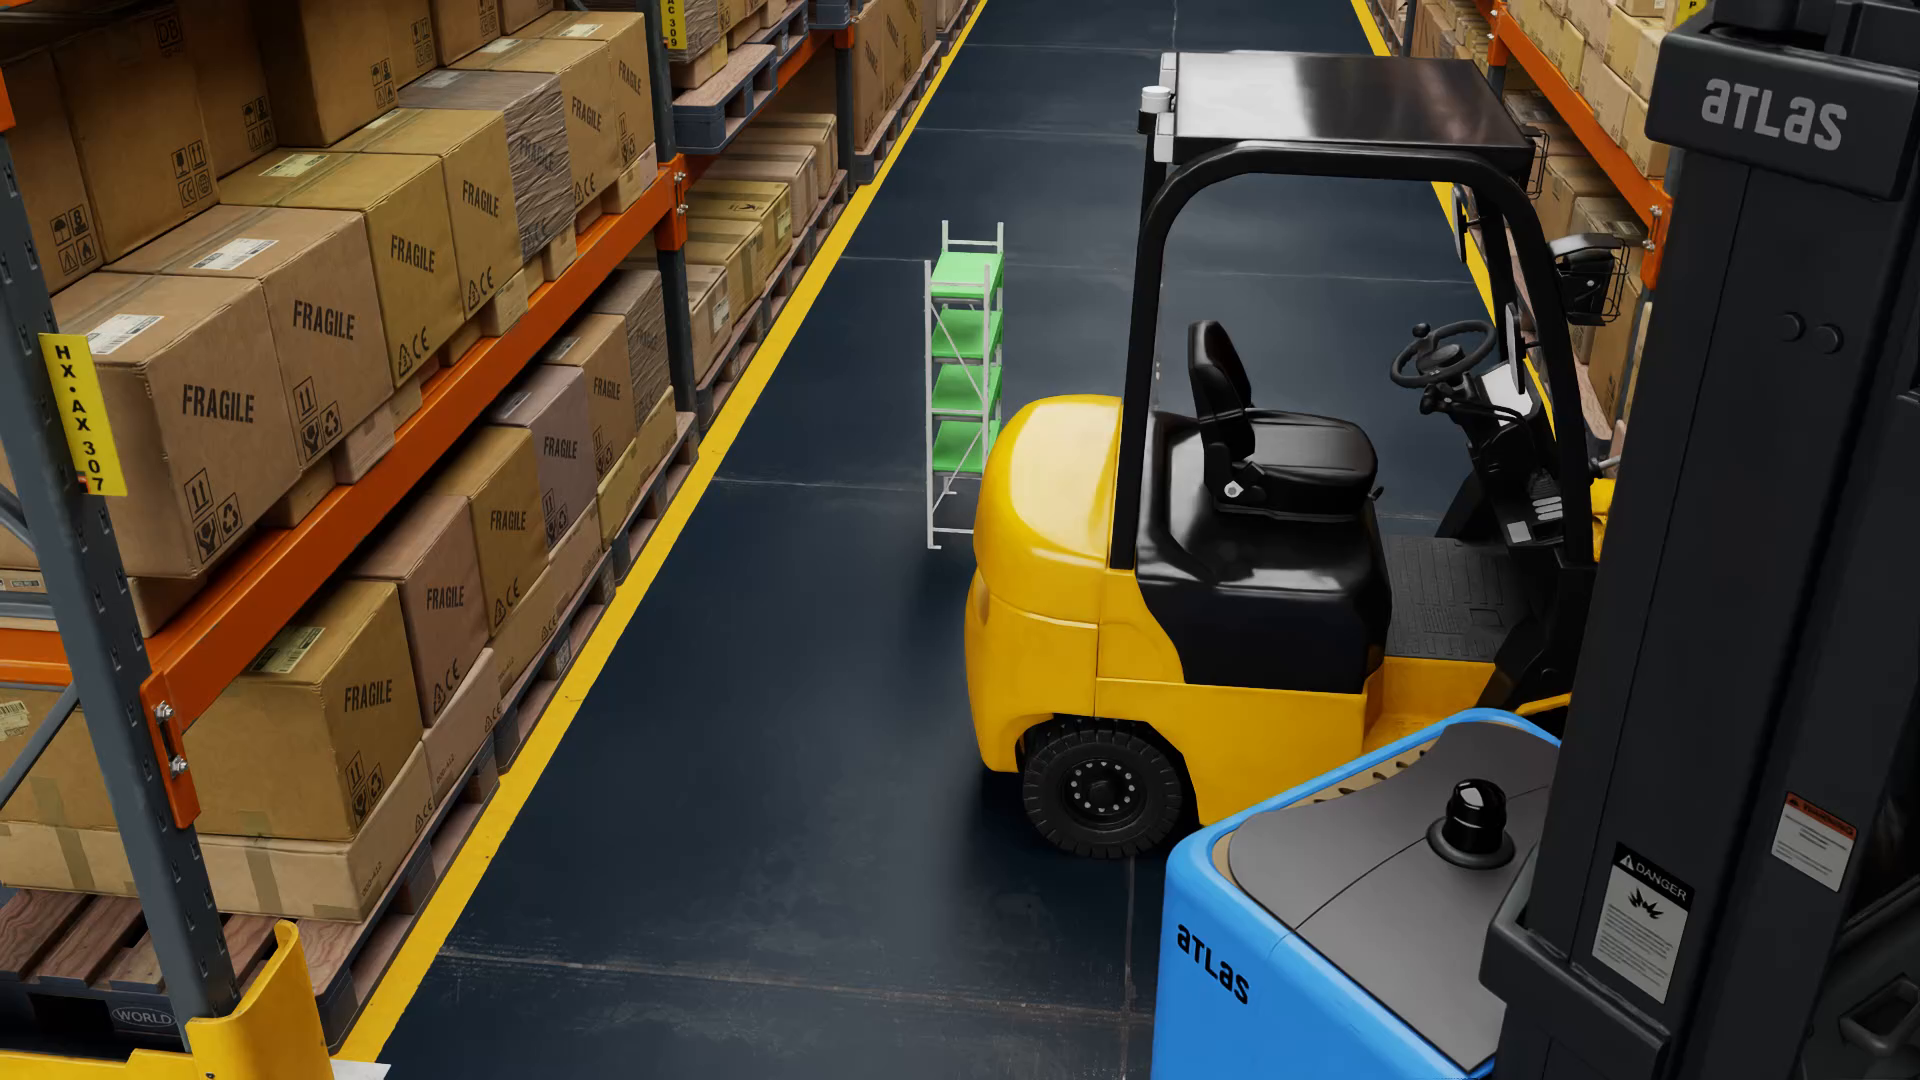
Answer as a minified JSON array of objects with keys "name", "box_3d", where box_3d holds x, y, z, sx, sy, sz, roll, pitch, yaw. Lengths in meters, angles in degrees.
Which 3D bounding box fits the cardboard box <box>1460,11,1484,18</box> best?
[{"name":"cardboard box","box_3d":[3.811,-3.712,11.987,0.380,0.149,0.250,3,29,6]}]

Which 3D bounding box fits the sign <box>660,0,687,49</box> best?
[{"name":"sign","box_3d":[-1.146,-2.117,6.604,0.100,0.325,0.005,3,28,6]}]

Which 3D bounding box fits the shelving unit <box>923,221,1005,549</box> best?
[{"name":"shelving unit","box_3d":[0.020,-0.606,6.610,0.258,1.200,0.503,3,28,6]}]

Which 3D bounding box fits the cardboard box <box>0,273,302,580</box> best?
[{"name":"cardboard box","box_3d":[-1.843,-0.263,3.656,0.500,0.500,0.500,3,28,5]}]

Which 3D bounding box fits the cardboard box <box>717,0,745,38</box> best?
[{"name":"cardboard box","box_3d":[-1.283,-2.563,7.483,0.500,0.500,0.500,3,29,6]}]

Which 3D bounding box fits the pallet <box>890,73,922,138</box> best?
[{"name":"pallet","box_3d":[-0.872,-3.358,12.761,1.003,0.211,1.213,3,28,6]}]

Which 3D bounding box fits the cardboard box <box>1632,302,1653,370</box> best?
[{"name":"cardboard box","box_3d":[2.870,-0.682,6.255,0.500,0.250,0.500,3,28,5]}]

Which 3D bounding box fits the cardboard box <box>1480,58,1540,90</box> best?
[{"name":"cardboard box","box_3d":[3.540,-2.977,10.622,0.380,0.149,0.250,2,28,4]}]

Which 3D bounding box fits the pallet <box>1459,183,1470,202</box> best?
[{"name":"pallet","box_3d":[3.860,-2.481,11.133,1.003,0.211,1.213,3,28,6]}]

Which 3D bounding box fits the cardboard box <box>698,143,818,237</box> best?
[{"name":"cardboard box","box_3d":[-1.357,-2.061,9.741,0.950,0.372,0.625,3,28,5]}]

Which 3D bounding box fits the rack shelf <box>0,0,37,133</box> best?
[{"name":"rack shelf","box_3d":[-1.931,-1.826,4.573,1.077,0.370,4.000,3,28,6]}]

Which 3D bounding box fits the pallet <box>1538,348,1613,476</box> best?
[{"name":"pallet","box_3d":[3.293,-0.598,7.638,1.003,0.211,1.213,3,28,6]}]

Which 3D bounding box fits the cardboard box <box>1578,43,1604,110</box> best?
[{"name":"cardboard box","box_3d":[3.190,-2.132,7.703,0.500,0.250,0.500,4,29,7]}]

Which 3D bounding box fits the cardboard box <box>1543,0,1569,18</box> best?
[{"name":"cardboard box","box_3d":[3.290,-2.838,8.487,0.500,0.250,0.500,3,28,5]}]

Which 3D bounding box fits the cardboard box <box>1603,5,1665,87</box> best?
[{"name":"cardboard box","box_3d":[3.103,-2.120,7.153,0.500,0.250,0.500,3,28,5]}]

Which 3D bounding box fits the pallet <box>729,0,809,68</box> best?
[{"name":"pallet","box_3d":[-1.398,-2.628,8.667,1.003,0.211,1.213,3,28,6]}]

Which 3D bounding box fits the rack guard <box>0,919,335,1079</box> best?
[{"name":"rack guard","box_3d":[-2.167,1.184,4.025,1.175,0.500,0.348,3,28,6]}]

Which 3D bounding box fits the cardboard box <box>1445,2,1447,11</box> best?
[{"name":"cardboard box","box_3d":[3.916,-4.073,12.657,0.380,0.149,0.250,3,28,5]}]

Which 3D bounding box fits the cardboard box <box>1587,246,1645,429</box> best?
[{"name":"cardboard box","box_3d":[3.294,-0.863,7.249,0.875,0.625,0.625,5,29,8]}]

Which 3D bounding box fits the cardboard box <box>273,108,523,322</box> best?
[{"name":"cardboard box","box_3d":[-1.667,-0.986,4.999,0.500,0.500,0.500,3,28,5]}]

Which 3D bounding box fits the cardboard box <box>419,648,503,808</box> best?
[{"name":"cardboard box","box_3d":[-1.733,0.541,5.039,0.500,0.250,0.500,4,29,8]}]

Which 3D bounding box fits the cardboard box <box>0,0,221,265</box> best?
[{"name":"cardboard box","box_3d":[-2.260,-0.987,3.946,0.700,0.500,0.500,4,29,7]}]

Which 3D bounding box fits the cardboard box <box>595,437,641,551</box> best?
[{"name":"cardboard box","box_3d":[-1.547,-0.193,6.402,0.500,0.250,0.500,3,28,5]}]

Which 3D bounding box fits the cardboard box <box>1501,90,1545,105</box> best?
[{"name":"cardboard box","box_3d":[3.570,-2.656,10.710,0.500,0.500,0.500,4,29,8]}]

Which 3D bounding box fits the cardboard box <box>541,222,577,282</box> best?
[{"name":"cardboard box","box_3d":[-1.544,-1.006,5.719,0.380,0.149,0.250,3,28,5]}]

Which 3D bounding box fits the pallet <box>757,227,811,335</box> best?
[{"name":"pallet","box_3d":[-1.445,-1.478,9.272,1.003,0.211,1.213,3,28,6]}]

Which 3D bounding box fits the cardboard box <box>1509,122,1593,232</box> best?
[{"name":"cardboard box","box_3d":[3.569,-1.898,9.172,0.875,0.625,0.625,4,29,8]}]

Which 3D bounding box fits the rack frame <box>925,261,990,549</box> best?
[{"name":"rack frame","box_3d":[-0.010,-0.491,6.397,0.240,1.200,0.015,3,28,6]}]

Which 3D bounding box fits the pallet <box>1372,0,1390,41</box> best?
[{"name":"pallet","box_3d":[4.453,-4.914,15.649,1.003,0.211,1.213,3,28,6]}]

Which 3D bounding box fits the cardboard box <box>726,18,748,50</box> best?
[{"name":"cardboard box","box_3d":[-1.233,-2.453,7.963,0.380,0.149,0.250,4,29,7]}]

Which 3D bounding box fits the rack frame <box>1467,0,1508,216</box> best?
[{"name":"rack frame","box_3d":[3.731,-3.360,9.824,1.000,3.000,0.127,3,28,6]}]

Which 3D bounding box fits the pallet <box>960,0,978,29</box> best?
[{"name":"pallet","box_3d":[-0.388,-5.231,16.237,1.003,0.211,1.213,3,28,6]}]

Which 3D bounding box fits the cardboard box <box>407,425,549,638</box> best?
[{"name":"cardboard box","box_3d":[-1.671,-0.042,5.331,0.500,0.500,0.500,4,29,7]}]

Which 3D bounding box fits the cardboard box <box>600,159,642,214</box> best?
[{"name":"cardboard box","box_3d":[-1.446,-1.366,6.388,0.380,0.149,0.250,4,29,7]}]

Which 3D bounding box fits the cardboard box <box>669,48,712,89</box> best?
[{"name":"cardboard box","box_3d":[-1.304,-2.080,7.270,0.380,0.149,0.250,4,29,7]}]

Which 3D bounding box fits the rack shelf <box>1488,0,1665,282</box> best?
[{"name":"rack shelf","box_3d":[3.486,-2.102,8.247,1.077,0.370,4.000,3,28,6]}]

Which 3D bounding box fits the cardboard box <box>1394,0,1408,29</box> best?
[{"name":"cardboard box","box_3d":[4.042,-4.671,14.698,0.396,0.266,0.258,4,29,8]}]

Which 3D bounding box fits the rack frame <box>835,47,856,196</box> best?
[{"name":"rack frame","box_3d":[-1.196,-3.646,10.356,1.000,3.000,0.127,3,28,6]}]

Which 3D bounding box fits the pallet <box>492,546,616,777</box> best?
[{"name":"pallet","box_3d":[-1.880,0.358,5.863,1.003,0.211,1.213,3,28,6]}]

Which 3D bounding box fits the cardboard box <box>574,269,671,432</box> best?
[{"name":"cardboard box","box_3d":[-1.492,-0.774,6.690,0.500,0.500,0.500,3,28,5]}]

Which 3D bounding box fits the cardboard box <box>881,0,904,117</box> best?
[{"name":"cardboard box","box_3d":[-0.915,-3.636,12.134,0.875,0.875,0.875,4,29,7]}]

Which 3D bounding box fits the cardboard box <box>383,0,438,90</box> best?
[{"name":"cardboard box","box_3d":[-2.128,-1.710,5.289,0.700,0.500,0.500,3,28,5]}]

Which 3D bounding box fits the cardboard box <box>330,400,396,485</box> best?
[{"name":"cardboard box","box_3d":[-1.722,-0.275,4.362,0.380,0.149,0.250,4,29,7]}]

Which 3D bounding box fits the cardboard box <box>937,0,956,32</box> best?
[{"name":"cardboard box","box_3d":[-0.522,-4.876,14.896,0.875,0.438,0.875,3,28,5]}]

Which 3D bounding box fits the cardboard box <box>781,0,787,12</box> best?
[{"name":"cardboard box","box_3d":[-1.114,-2.819,8.642,0.380,0.149,0.250,2,28,5]}]

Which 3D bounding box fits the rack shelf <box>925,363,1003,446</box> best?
[{"name":"rack shelf","box_3d":[0.020,-0.550,6.640,0.258,0.148,0.480,3,28,6]}]

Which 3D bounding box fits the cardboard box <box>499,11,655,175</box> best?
[{"name":"cardboard box","box_3d":[-1.493,-1.715,6.352,0.500,0.500,0.500,3,28,5]}]

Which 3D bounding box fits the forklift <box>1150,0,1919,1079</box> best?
[{"name":"forklift","box_3d":[1.631,0.725,2.314,1.130,2.935,3.031,-17,33,-29]}]

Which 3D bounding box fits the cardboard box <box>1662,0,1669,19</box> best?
[{"name":"cardboard box","box_3d":[3.158,-2.215,6.909,0.380,0.149,0.250,3,28,6]}]

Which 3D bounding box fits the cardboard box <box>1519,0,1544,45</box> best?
[{"name":"cardboard box","box_3d":[3.368,-2.863,9.059,0.500,0.250,0.500,3,28,5]}]

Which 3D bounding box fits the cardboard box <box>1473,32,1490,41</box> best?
[{"name":"cardboard box","box_3d":[3.696,-3.350,11.315,0.380,0.149,0.250,4,29,8]}]

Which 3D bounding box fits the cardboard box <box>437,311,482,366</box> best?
[{"name":"cardboard box","box_3d":[-1.689,-0.649,5.056,0.380,0.149,0.250,3,28,5]}]

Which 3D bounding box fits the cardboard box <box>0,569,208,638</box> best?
[{"name":"cardboard box","box_3d":[-1.929,0.082,3.700,0.380,0.149,0.250,3,29,6]}]

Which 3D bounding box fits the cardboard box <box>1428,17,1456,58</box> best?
[{"name":"cardboard box","box_3d":[3.818,-3.627,12.512,0.500,0.500,0.500,3,28,5]}]

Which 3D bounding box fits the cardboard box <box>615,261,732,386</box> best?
[{"name":"cardboard box","box_3d":[-1.624,-1.039,7.843,0.950,0.372,0.625,4,29,7]}]
